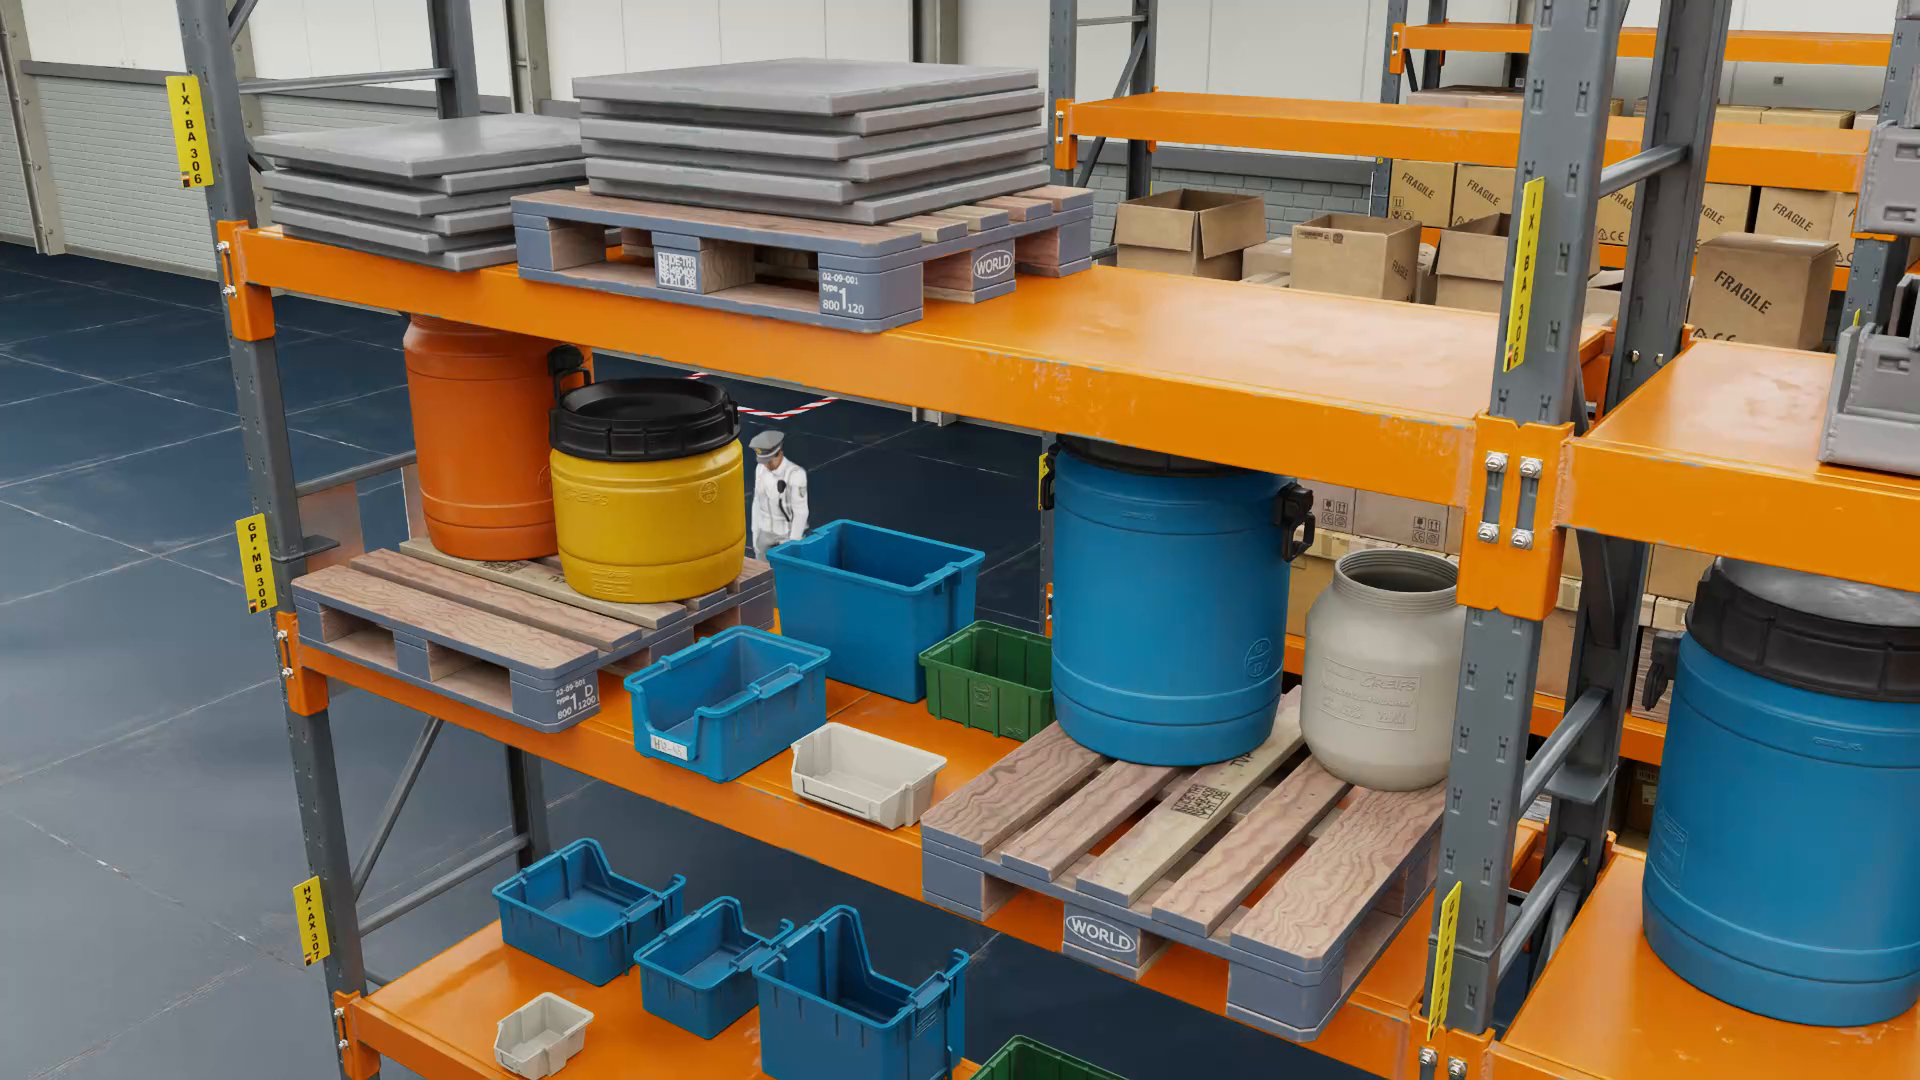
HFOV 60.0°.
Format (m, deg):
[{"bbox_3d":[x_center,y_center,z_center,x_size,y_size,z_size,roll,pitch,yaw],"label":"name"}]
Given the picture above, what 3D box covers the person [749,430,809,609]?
[{"bbox_3d":[-1.318,-0.019,12.198,0.500,1.626,0.446,14,24,33],"label":"person"}]
